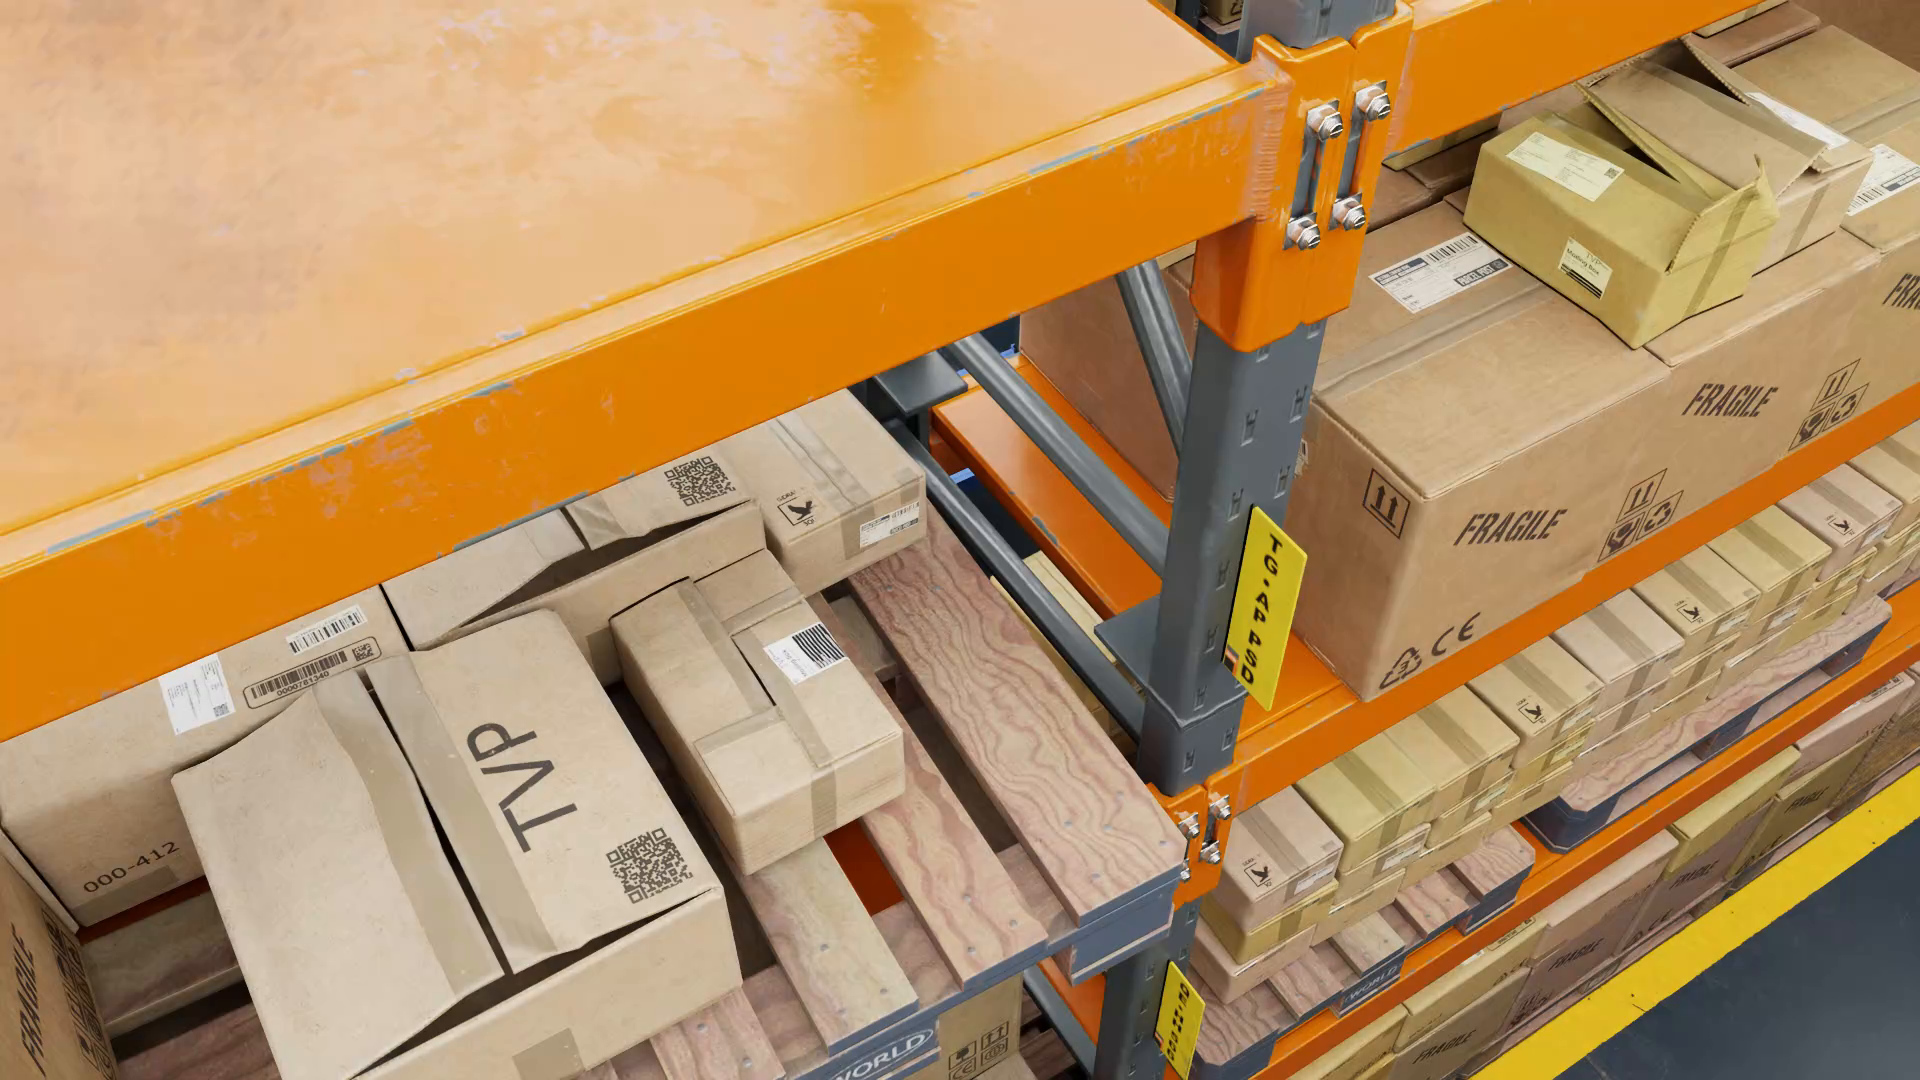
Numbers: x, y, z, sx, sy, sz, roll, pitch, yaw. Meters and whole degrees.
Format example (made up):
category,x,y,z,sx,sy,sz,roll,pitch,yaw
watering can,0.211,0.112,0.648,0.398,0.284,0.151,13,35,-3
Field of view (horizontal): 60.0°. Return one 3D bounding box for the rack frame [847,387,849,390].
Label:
category,x,y,z,sx,sy,sz,roll,pitch,yaw
rack frame,-0.502,-0.262,5.925,0.032,1.500,0.500,-25,53,-21

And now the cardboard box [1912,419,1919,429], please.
category,x,y,z,sx,sy,sz,roll,pitch,yaw
cardboard box,2.589,-0.312,4.453,0.250,0.149,0.380,-25,53,-21

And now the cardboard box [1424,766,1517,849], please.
category,x,y,z,sx,sy,sz,roll,pitch,yaw
cardboard box,1.078,0.500,3.929,0.250,0.149,0.380,-27,54,-22

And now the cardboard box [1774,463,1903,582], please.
category,x,y,z,sx,sy,sz,roll,pitch,yaw
cardboard box,2.154,-0.107,4.271,0.250,0.149,0.380,-27,54,-22

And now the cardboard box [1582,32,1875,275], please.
category,x,y,z,sx,sy,sz,roll,pitch,yaw
cardboard box,1.229,-0.666,2.692,0.258,0.266,0.396,-25,53,-21

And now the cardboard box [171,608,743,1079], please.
category,x,y,z,sx,sy,sz,roll,pitch,yaw
cardboard box,-0.614,0.404,2.030,0.500,0.311,0.500,-25,53,-21

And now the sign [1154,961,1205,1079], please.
category,x,y,z,sx,sy,sz,roll,pitch,yaw
sign,0.408,0.903,3.107,0.005,0.325,0.100,-25,53,-21

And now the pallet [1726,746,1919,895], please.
category,x,y,z,sx,sy,sz,roll,pitch,yaw
pallet,2.835,0.583,6.035,1.213,0.211,1.003,-25,53,-21

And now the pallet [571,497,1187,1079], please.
category,x,y,z,sx,sy,sz,roll,pitch,yaw
pallet,-0.407,0.294,2.543,1.003,0.211,1.213,-23,52,-19

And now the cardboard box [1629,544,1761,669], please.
category,x,y,z,sx,sy,sz,roll,pitch,yaw
cardboard box,1.714,0.098,4.088,0.250,0.149,0.380,-24,52,-20

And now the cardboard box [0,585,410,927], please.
category,x,y,z,sx,sy,sz,roll,pitch,yaw
cardboard box,-1.044,0.167,2.282,0.500,0.250,0.500,-24,53,-20

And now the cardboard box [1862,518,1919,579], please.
category,x,y,z,sx,sy,sz,roll,pitch,yaw
cardboard box,2.378,-0.110,4.472,0.250,0.149,0.380,-28,54,-23

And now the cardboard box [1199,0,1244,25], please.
category,x,y,z,sx,sy,sz,roll,pitch,yaw
cardboard box,1.532,-3.474,8.922,0.875,0.875,0.875,-25,53,-21

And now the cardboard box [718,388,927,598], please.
category,x,y,z,sx,sy,sz,roll,pitch,yaw
cardboard box,-0.258,-0.116,2.602,0.250,0.149,0.380,-27,54,-22

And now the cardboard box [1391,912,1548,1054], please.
category,x,y,z,sx,sy,sz,roll,pitch,yaw
cardboard box,1.251,1.057,4.636,0.500,0.250,0.500,-26,53,-21

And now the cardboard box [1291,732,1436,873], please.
category,x,y,z,sx,sy,sz,roll,pitch,yaw
cardboard box,0.830,0.514,3.718,0.250,0.149,0.380,-27,54,-22

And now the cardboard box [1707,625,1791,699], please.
category,x,y,z,sx,sy,sz,roll,pitch,yaw
cardboard box,1.937,0.199,4.396,0.250,0.149,0.380,-27,54,-22

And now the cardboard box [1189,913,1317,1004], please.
category,x,y,z,sx,sy,sz,roll,pitch,yaw
cardboard box,0.596,0.832,3.833,0.250,0.149,0.380,-26,53,-21

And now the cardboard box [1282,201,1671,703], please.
category,x,y,z,sx,sy,sz,roll,pitch,yaw
cardboard box,0.735,-0.152,2.746,0.500,0.500,0.500,-25,53,-21

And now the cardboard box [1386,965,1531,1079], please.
category,x,y,z,sx,sy,sz,roll,pitch,yaw
cardboard box,1.267,1.307,4.915,0.500,0.500,0.500,-25,53,-20

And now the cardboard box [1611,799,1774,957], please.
category,x,y,z,sx,sy,sz,roll,pitch,yaw
cardboard box,2.131,0.896,5.281,0.500,0.500,0.500,-26,53,-22

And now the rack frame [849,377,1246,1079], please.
category,x,y,z,sx,sy,sz,roll,pitch,yaw
rack frame,0.110,0.939,3.851,0.127,3.000,1.000,-25,53,-21

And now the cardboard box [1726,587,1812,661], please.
category,x,y,z,sx,sy,sz,roll,pitch,yaw
cardboard box,1.940,0.094,4.291,0.250,0.149,0.380,-23,52,-20

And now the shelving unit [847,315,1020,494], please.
category,x,y,z,sx,sy,sz,roll,pitch,yaw
shelving unit,-0.072,-0.465,6.105,1.048,1.500,0.538,-25,53,-21

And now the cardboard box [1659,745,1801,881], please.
category,x,y,z,sx,sy,sz,roll,pitch,yaw
cardboard box,2.116,0.659,4.990,0.500,0.250,0.500,-27,54,-22

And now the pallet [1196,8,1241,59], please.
category,x,y,z,sx,sy,sz,roll,pitch,yaw
pallet,1.616,-3.154,9.363,1.213,0.211,1.003,-25,53,-21

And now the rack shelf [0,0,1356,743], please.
category,x,y,z,sx,sy,sz,roll,pitch,yaw
rack shelf,-1.582,0.113,1.319,4.000,0.370,1.077,-25,53,-21

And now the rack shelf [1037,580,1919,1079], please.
category,x,y,z,sx,sy,sz,roll,pitch,yaw
rack shelf,1.801,0.381,4.829,4.000,0.370,1.077,-25,53,-21

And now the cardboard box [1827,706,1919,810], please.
category,x,y,z,sx,sy,sz,roll,pitch,yaw
cardboard box,3.001,0.490,5.643,0.500,0.500,0.500,-26,53,-21

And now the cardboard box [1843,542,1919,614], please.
category,x,y,z,sx,sy,sz,roll,pitch,yaw
cardboard box,2.387,-0.012,4.584,0.250,0.149,0.380,-27,54,-22

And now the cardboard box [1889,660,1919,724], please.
category,x,y,z,sx,sy,sz,roll,pitch,yaw
cardboard box,2.997,0.243,5.360,0.500,0.250,0.500,-27,53,-22

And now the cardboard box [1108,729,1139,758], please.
category,x,y,z,sx,sy,sz,roll,pitch,yaw
cardboard box,0.281,0.396,4.221,0.250,0.149,0.380,-24,53,-20

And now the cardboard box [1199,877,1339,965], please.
category,x,y,z,sx,sy,sz,roll,pitch,yaw
cardboard box,0.625,0.718,3.735,0.250,0.149,0.380,-23,52,-19

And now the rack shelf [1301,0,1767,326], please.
category,x,y,z,sx,sy,sz,roll,pitch,yaw
rack shelf,1.801,-1.481,2.738,4.000,0.370,1.077,-25,53,-21

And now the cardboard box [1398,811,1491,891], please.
category,x,y,z,sx,sy,sz,roll,pitch,yaw
cardboard box,1.051,0.617,4.024,0.250,0.149,0.380,-23,52,-19

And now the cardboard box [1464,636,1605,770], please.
category,x,y,z,sx,sy,sz,roll,pitch,yaw
cardboard box,1.264,0.314,3.896,0.250,0.149,0.380,-27,54,-22

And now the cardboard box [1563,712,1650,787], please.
category,x,y,z,sx,sy,sz,roll,pitch,yaw
cardboard box,1.502,0.401,4.217,0.250,0.149,0.380,-24,52,-20

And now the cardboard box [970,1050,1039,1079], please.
category,x,y,z,sx,sy,sz,roll,pitch,yaw
cardboard box,-0.128,1.254,3.503,0.500,0.500,0.500,-25,53,-21

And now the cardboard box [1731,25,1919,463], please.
category,x,y,z,sx,sy,sz,roll,pitch,yaw
cardboard box,1.574,-0.558,3.108,0.500,0.500,0.500,-25,53,-21

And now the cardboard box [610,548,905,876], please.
category,x,y,z,sx,sy,sz,roll,pitch,yaw
cardboard box,-0.280,0.223,2.287,0.250,0.166,0.380,-25,53,-21

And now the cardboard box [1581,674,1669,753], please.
category,x,y,z,sx,sy,sz,roll,pitch,yaw
cardboard box,1.502,0.301,4.107,0.250,0.149,0.380,-25,53,-21

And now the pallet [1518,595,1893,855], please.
category,x,y,z,sx,sy,sz,roll,pitch,yaw
pallet,1.762,0.188,4.648,1.213,0.211,1.003,-25,53,-21

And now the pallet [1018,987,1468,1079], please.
category,x,y,z,sx,sy,sz,roll,pitch,yaw
pallet,0.771,1.556,5.169,1.213,0.211,1.003,-25,53,-21

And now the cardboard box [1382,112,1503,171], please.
category,x,y,z,sx,sy,sz,roll,pitch,yaw
cardboard box,0.739,-0.886,2.888,0.258,0.266,0.396,-25,53,-21

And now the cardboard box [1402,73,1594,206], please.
category,x,y,z,sx,sy,sz,roll,pitch,yaw
cardboard box,0.873,-0.688,3.224,0.500,0.500,0.500,-25,53,-21
